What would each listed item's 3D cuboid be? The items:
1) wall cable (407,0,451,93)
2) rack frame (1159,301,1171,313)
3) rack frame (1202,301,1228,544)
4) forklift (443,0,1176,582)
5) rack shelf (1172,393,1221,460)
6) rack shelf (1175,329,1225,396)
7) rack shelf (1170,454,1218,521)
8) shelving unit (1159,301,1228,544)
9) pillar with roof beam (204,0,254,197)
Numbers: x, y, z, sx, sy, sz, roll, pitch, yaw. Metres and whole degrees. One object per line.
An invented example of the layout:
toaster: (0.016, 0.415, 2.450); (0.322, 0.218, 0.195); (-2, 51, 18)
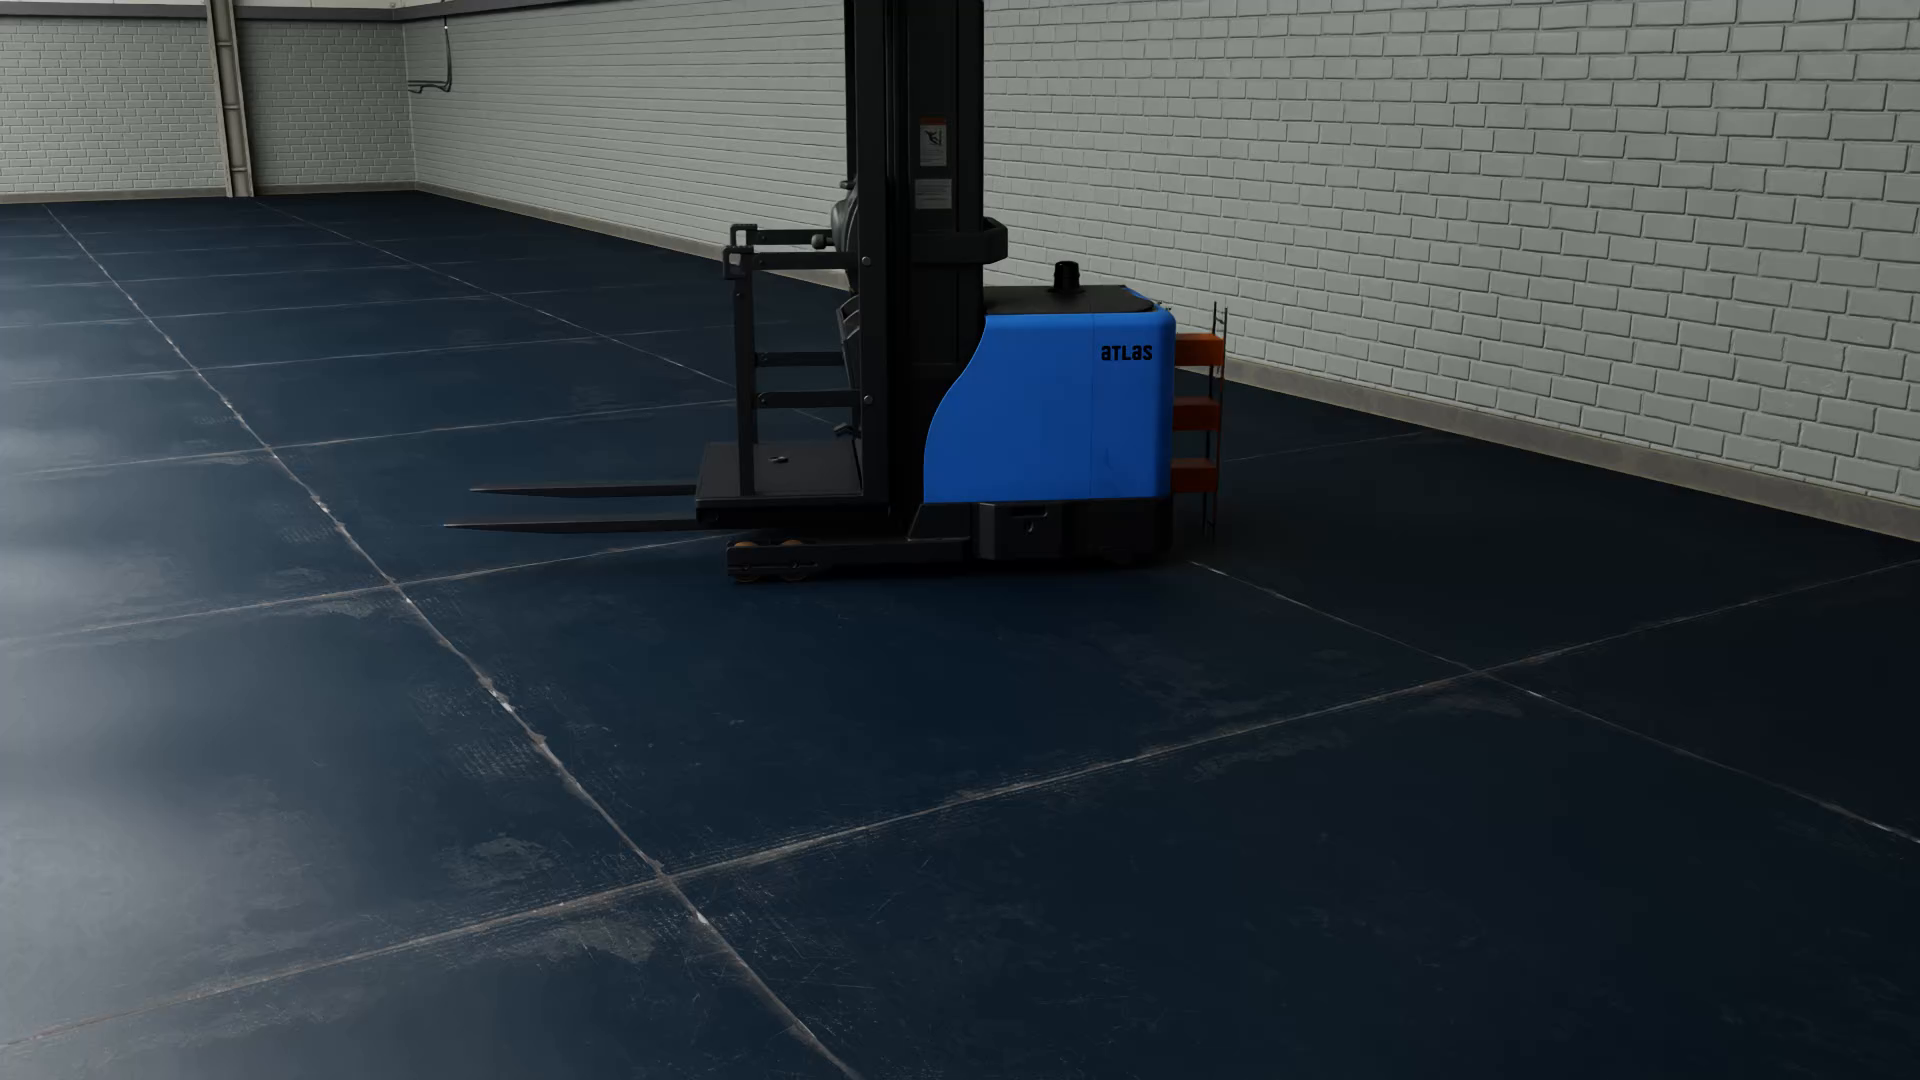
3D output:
wall cable: (-9.058, -8.801, 27.919); (0.112, 2.526, 3.097); (-9, 18, -30)
rack frame: (0.879, -0.509, 7.302); (0.008, 1.050, 0.200); (-1, 16, -6)
rack frame: (1.122, -0.514, 7.329); (0.008, 1.050, 0.200); (-1, 16, -6)
forklift: (-0.651, -1.387, 6.959); (3.031, 2.935, 1.130); (-2, 16, -6)
rack shelf: (1.000, -0.501, 7.318); (0.240, 0.259, 0.215); (-1, 16, -6)
rack shelf: (1.003, -0.775, 7.242); (0.240, 0.259, 0.215); (-1, 16, -6)
rack shelf: (0.997, -0.234, 7.393); (0.240, 0.259, 0.215); (-1, 16, -6)
shelving unit: (1.000, -0.512, 7.316); (0.252, 1.050, 0.215); (-1, 16, -6)
pillar with roof beam: (-10.047, -9.197, 23.577); (0.400, 9.000, 9.100); (-9, 18, -30)
